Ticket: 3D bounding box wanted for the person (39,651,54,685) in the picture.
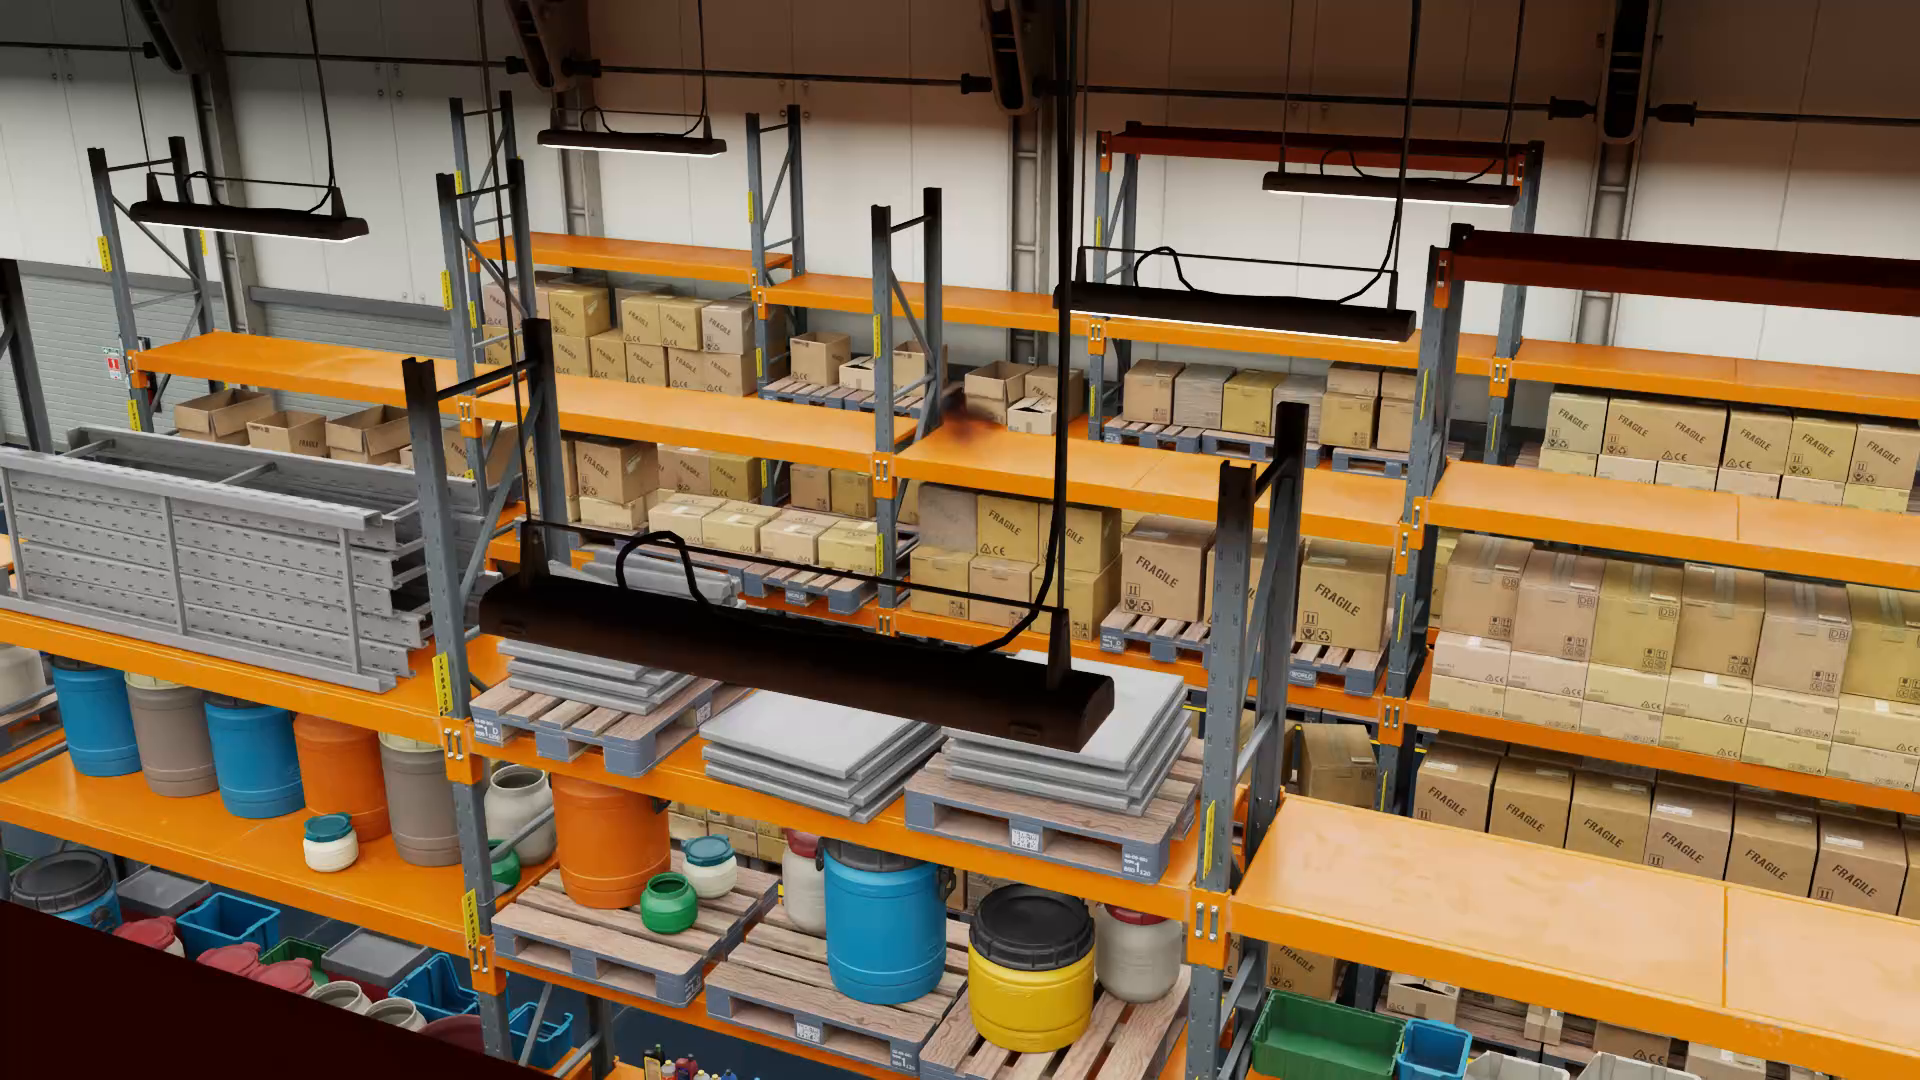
[{"bbox_3d":[-9.265,1.313,16.821,0.490,1.663,0.405,0,21,0],"label":"person"}]
